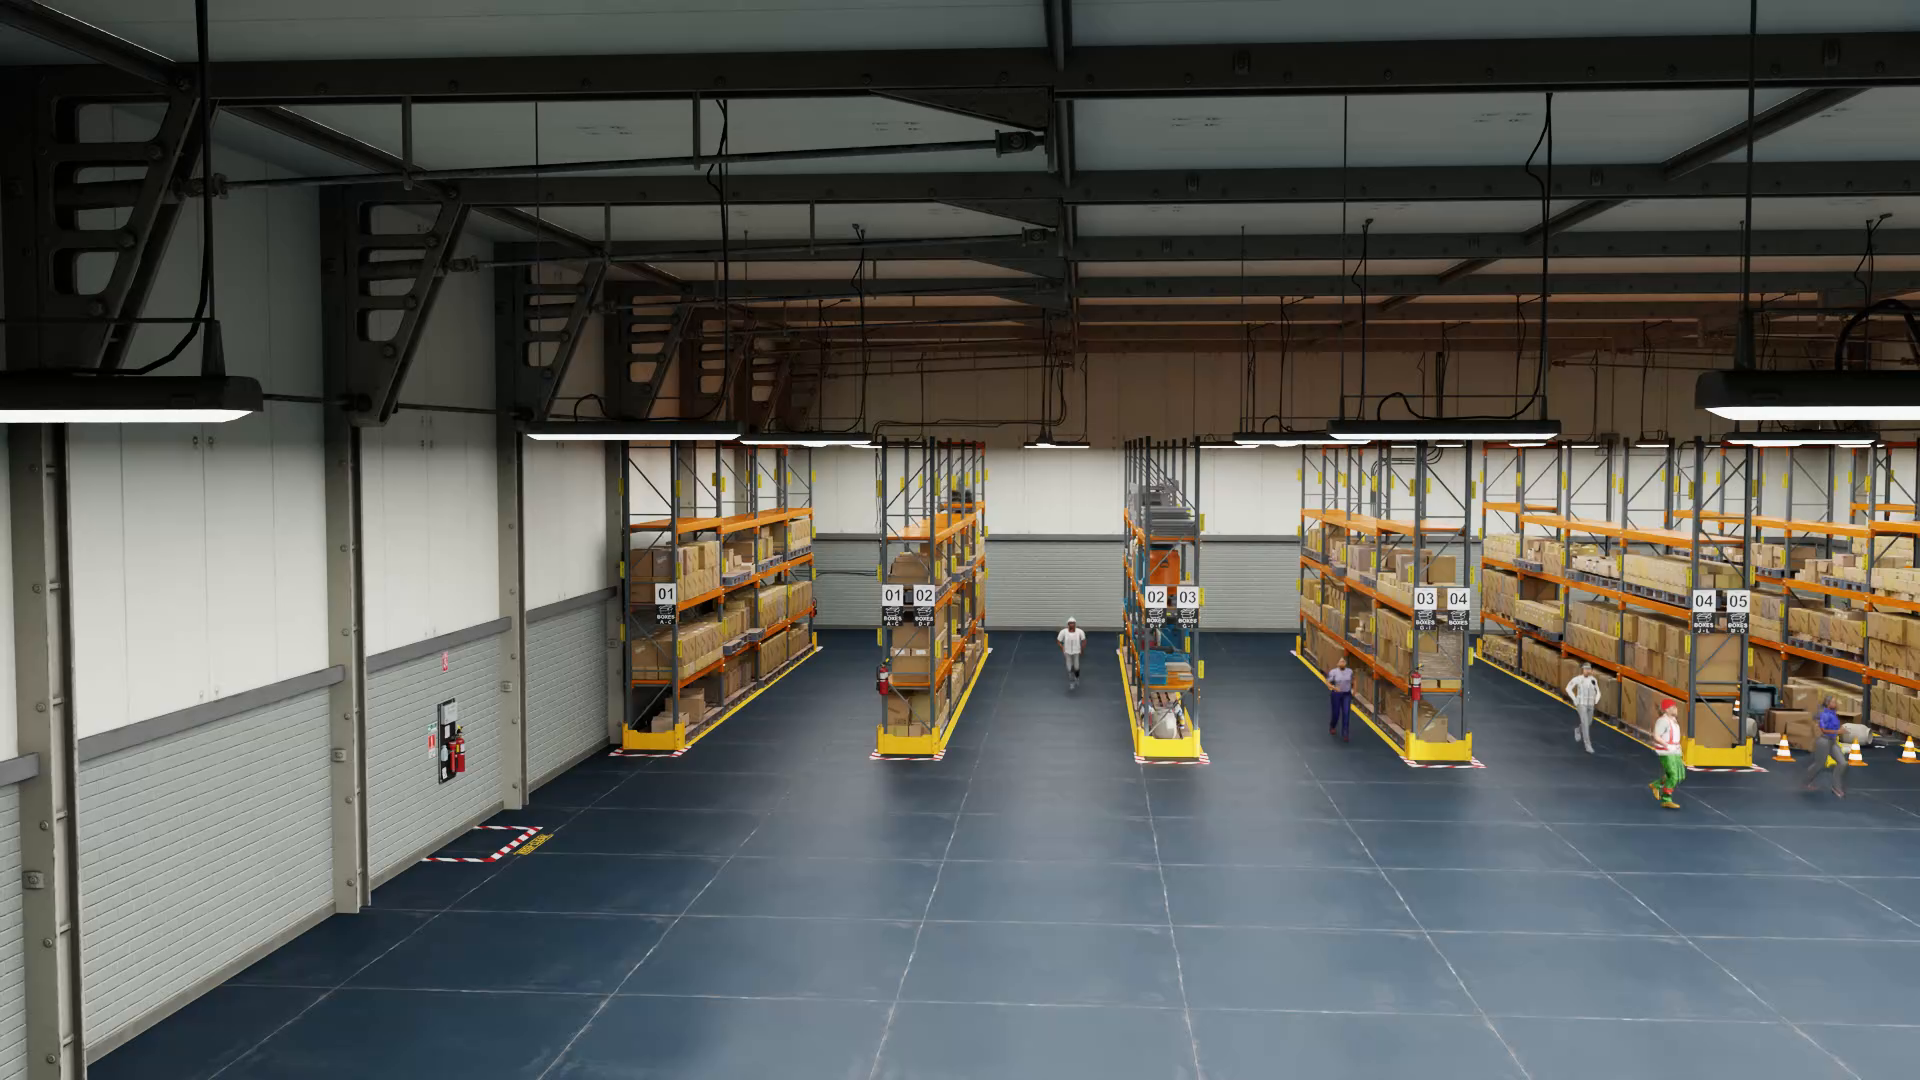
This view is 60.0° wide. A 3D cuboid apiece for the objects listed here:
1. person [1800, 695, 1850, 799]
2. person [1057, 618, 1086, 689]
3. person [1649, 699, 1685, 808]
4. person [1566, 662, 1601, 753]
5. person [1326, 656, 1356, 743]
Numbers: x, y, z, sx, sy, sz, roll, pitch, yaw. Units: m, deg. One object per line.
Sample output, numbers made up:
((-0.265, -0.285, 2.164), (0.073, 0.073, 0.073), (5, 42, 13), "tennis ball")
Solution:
((14.351, 3.426, 27.553), (0.567, 1.718, 0.766), (-2, 4, -37), "person")
((2.672, 2.719, 39.907), (0.704, 1.726, 0.570), (0, 3, 4), "person")
((11.330, 3.416, 26.688), (0.677, 1.748, 0.596), (-3, 4, -44), "person")
((11.994, 3.180, 31.943), (0.630, 1.700, 0.832), (0, 3, -6), "person")
((7.578, 3.137, 33.056), (0.627, 1.669, 0.823), (0, 3, 2), "person")
